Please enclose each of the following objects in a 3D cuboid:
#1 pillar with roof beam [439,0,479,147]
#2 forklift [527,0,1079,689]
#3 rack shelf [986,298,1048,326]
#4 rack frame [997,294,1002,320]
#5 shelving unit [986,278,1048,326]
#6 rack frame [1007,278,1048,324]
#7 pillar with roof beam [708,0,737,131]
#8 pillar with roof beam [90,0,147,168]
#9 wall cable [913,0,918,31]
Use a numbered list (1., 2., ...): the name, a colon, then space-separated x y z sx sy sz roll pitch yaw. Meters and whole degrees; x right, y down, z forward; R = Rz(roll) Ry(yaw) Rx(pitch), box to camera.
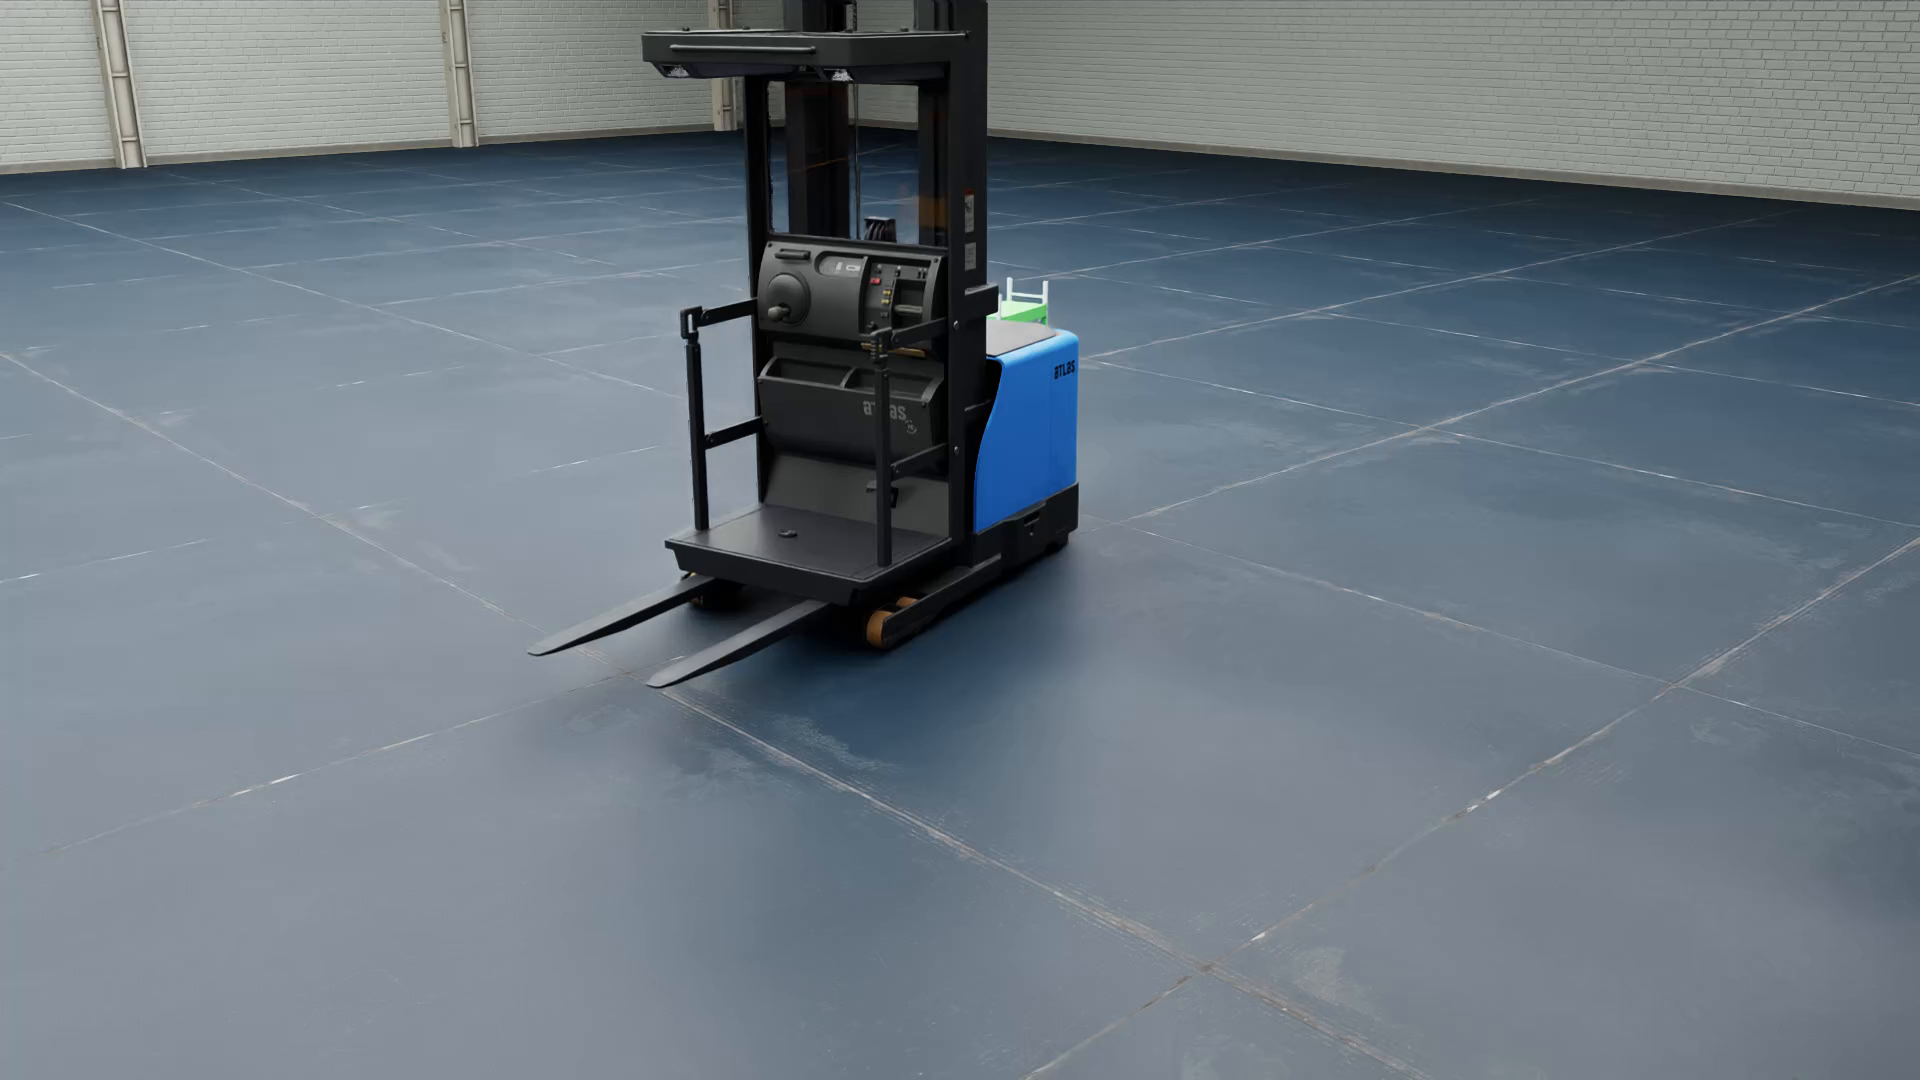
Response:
1. pillar with roof beam: -6.393 -10.761 27.083 0.400 9.000 9.100 -16 24 -41
2. forklift: -0.600 -1.093 7.102 1.130 2.935 3.031 11 21 30
3. rack shelf: 0.233 -1.151 8.742 0.258 0.148 0.480 11 21 30
4. rack frame: 0.105 -0.691 8.672 0.240 1.200 0.015 11 21 30
5. shelving unit: 0.233 -0.756 8.870 0.258 1.200 0.503 11 21 30
6. rack frame: 0.360 -0.820 9.068 0.240 1.200 0.015 11 21 30
7. pillar with roof beam: -2.033 -12.032 31.005 0.400 9.000 9.100 -16 24 -41
8. pillar with roof beam: -10.752 -9.489 23.162 0.400 9.000 9.100 -16 24 -41
9. wall cable: -1.942 -11.848 35.471 0.112 2.526 3.097 -16 24 -41
